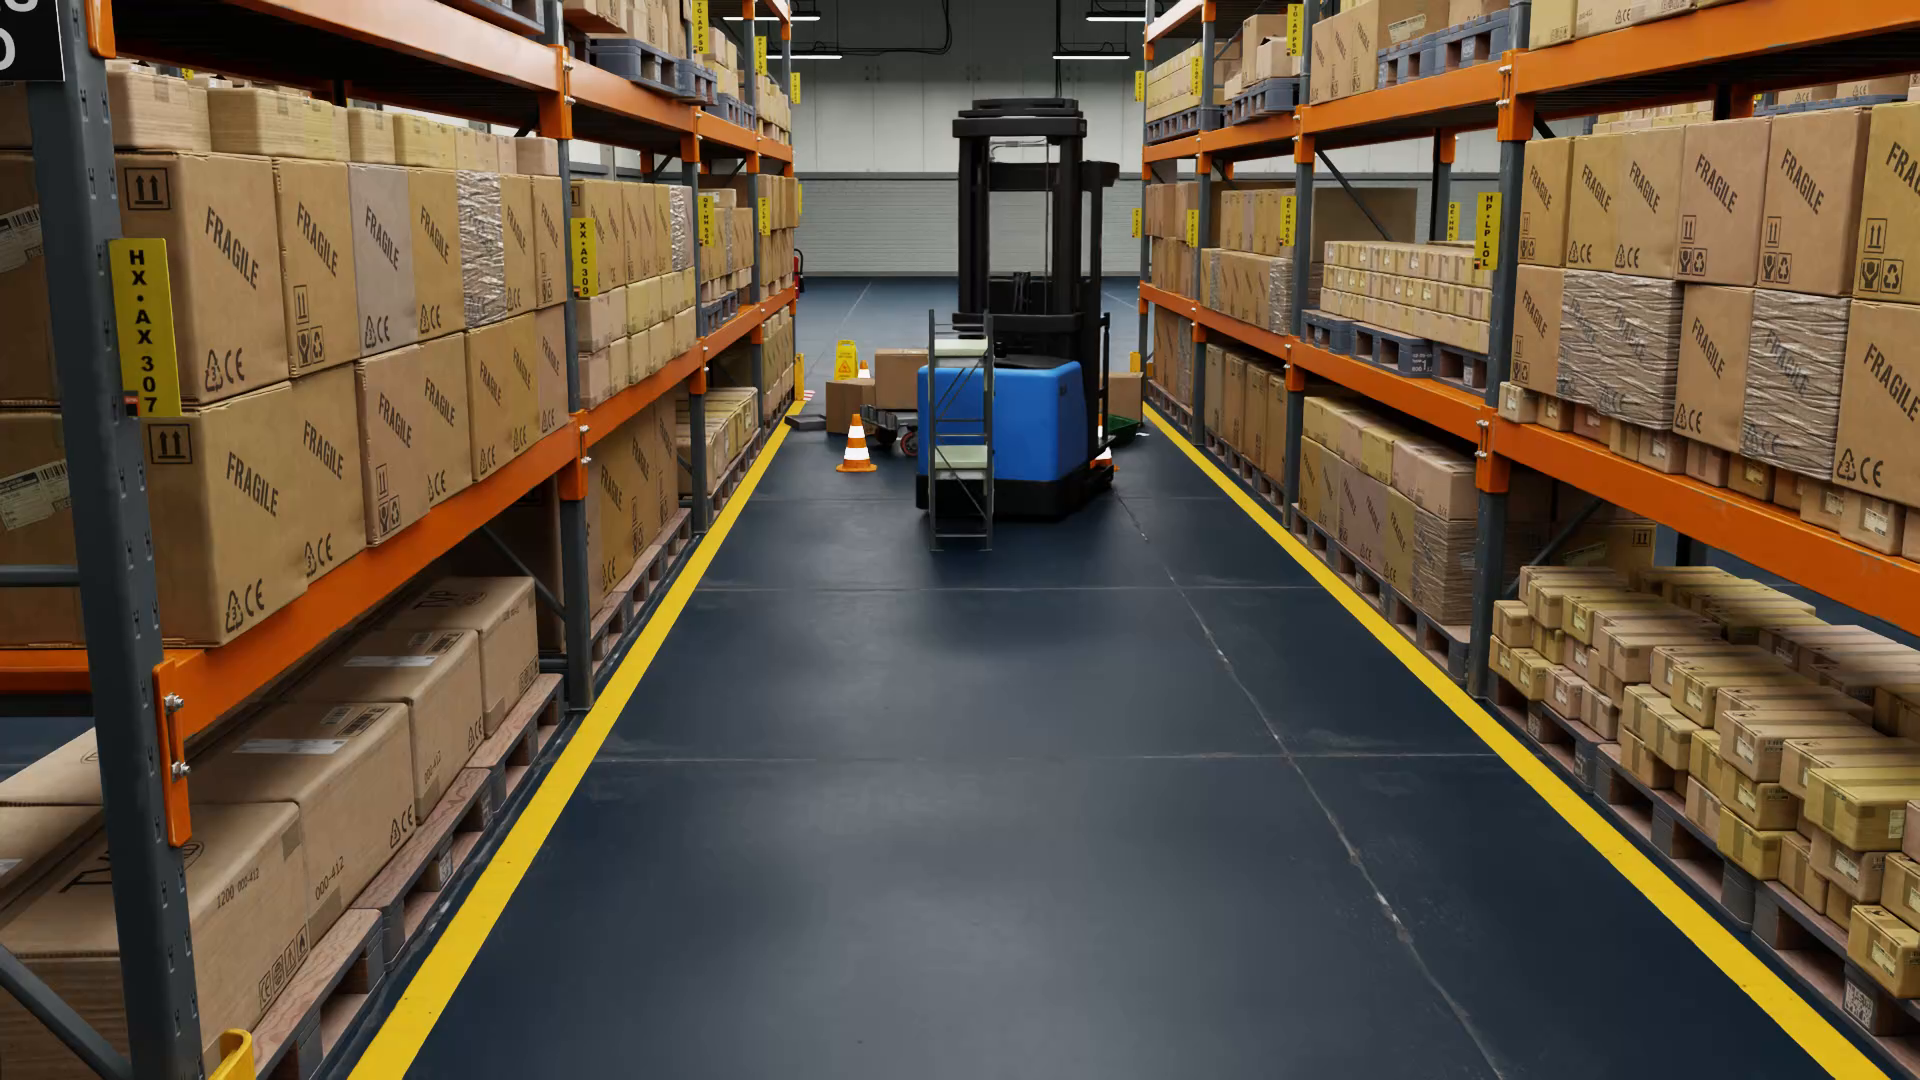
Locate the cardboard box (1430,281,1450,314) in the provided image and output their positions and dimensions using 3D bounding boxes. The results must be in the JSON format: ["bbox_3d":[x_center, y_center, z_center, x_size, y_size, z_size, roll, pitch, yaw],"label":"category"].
[{"bbox_3d":[2.591,-1.222,8.365,0.380,0.149,0.250,-1,11,-3],"label":"cardboard box"}]

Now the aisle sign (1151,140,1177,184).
[{"bbox_3d":[2.267,-4.431,18.819,0.394,0.787,0.004,0,11,-1],"label":"aisle sign"}]

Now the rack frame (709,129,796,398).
[{"bbox_3d":[-2.379,-3.104,18.815,1.000,3.000,0.127,0,11,-1],"label":"rack frame"}]

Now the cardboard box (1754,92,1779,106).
[{"bbox_3d":[7.316,-4.005,15.086,0.380,0.149,0.250,0,11,1],"label":"cardboard box"}]

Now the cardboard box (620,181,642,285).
[{"bbox_3d":[-1.899,-1.547,8.374,0.500,0.500,0.500,-1,11,-3],"label":"cardboard box"}]

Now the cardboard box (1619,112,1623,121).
[{"bbox_3d":[7.341,-4.579,17.917,0.380,0.149,0.250,0,11,-2],"label":"cardboard box"}]

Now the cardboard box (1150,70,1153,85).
[{"bbox_3d":[2.261,-5.019,18.031,0.380,0.149,0.250,0,11,-1],"label":"cardboard box"}]

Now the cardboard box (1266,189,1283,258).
[{"bbox_3d":[2.709,-2.385,12.504,0.700,0.500,0.500,0,11,-2],"label":"cardboard box"}]

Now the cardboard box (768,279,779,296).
[{"bbox_3d":[-1.999,-2.504,16.489,0.380,0.149,0.250,0,11,-1],"label":"cardboard box"}]

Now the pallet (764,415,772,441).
[{"bbox_3d":[-2.345,-1.076,15.830,1.003,0.211,1.213,0,11,-1],"label":"pallet"}]

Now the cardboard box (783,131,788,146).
[{"bbox_3d":[-2.054,-4.332,17.954,0.380,0.149,0.250,0,11,-1],"label":"cardboard box"}]

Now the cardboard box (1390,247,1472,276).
[{"bbox_3d":[2.579,-1.525,9.110,0.380,0.149,0.250,0,11,-2],"label":"cardboard box"}]

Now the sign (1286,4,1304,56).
[{"bbox_3d":[2.178,-3.316,10.814,0.100,0.325,0.005,0,11,-1],"label":"sign"}]

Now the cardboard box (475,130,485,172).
[{"bbox_3d":[-1.891,-1.363,5.835,0.380,0.149,0.250,0,11,-2],"label":"cardboard box"}]

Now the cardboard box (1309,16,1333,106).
[{"bbox_3d":[2.479,-2.959,10.302,0.500,0.500,0.500,0,11,-1],"label":"cardboard box"}]

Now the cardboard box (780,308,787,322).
[{"bbox_3d":[-2.025,-2.367,17.523,0.380,0.149,0.250,0,11,0],"label":"cardboard box"}]

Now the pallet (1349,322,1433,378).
[{"bbox_3d":[2.815,-1.067,9.255,1.003,0.211,1.213,0,11,-1],"label":"pallet"}]

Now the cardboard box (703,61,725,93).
[{"bbox_3d":[-2.124,-3.594,13.005,0.500,0.250,0.500,0,11,0],"label":"cardboard box"}]

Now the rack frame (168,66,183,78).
[{"bbox_3d":[-7.259,-5.228,14.195,1.000,3.000,0.127,0,11,-1],"label":"rack frame"}]

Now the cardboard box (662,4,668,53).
[{"bbox_3d":[-1.835,-2.851,9.307,0.396,0.266,0.258,-1,11,-3],"label":"cardboard box"}]

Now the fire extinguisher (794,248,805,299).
[{"bbox_3d":[-1.921,-3.091,18.944,0.296,0.674,0.183,0,11,-1],"label":"fire extinguisher"}]

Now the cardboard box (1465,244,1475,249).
[{"bbox_3d":[3.219,-1.678,9.864,0.380,0.149,0.250,0,11,1],"label":"cardboard box"}]

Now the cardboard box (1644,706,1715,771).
[{"bbox_3d":[2.546,0.666,5.597,0.380,0.149,0.250,0,11,-1],"label":"cardboard box"}]

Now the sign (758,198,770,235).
[{"bbox_3d":[-1.741,-2.879,14.795,0.100,0.325,0.005,0,11,-1],"label":"sign"}]

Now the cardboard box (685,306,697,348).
[{"bbox_3d":[-1.944,-1.341,10.501,0.500,0.250,0.500,-1,11,-3],"label":"cardboard box"}]

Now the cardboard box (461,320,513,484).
[{"bbox_3d":[-1.825,-0.474,5.601,0.500,0.500,0.500,0,11,-2],"label":"cardboard box"}]

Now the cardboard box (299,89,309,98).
[{"bbox_3d":[-7.089,-4.770,17.922,0.500,0.500,0.500,0,11,1],"label":"cardboard box"}]

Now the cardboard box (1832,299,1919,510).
[{"bbox_3d":[2.627,-0.349,4.237,0.500,0.500,0.500,0,11,-2],"label":"cardboard box"}]

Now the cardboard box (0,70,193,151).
[{"bbox_3d":[-1.779,-0.852,3.317,0.380,0.149,0.250,0,11,0],"label":"cardboard box"}]

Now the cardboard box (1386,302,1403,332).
[{"bbox_3d":[2.574,-1.232,9.162,0.380,0.149,0.250,-1,11,-3],"label":"cardboard box"}]

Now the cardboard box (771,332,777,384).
[{"bbox_3d":[-2.061,-1.759,16.160,0.500,0.500,0.500,0,11,1],"label":"cardboard box"}]

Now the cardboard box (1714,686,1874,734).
[{"bbox_3d":[2.656,0.573,5.309,0.380,0.149,0.250,-1,11,-3],"label":"cardboard box"}]

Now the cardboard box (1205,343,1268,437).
[{"bbox_3d":[2.753,-1.329,14.670,1.050,0.750,0.750,0,11,-1],"label":"cardboard box"}]

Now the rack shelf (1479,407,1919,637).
[{"bbox_3d":[2.857,-0.009,5.368,1.077,0.370,4.000,0,11,-1],"label":"rack shelf"}]

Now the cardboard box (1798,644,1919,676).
[{"bbox_3d":[3.184,0.469,5.819,0.380,0.149,0.250,-1,11,-3],"label":"cardboard box"}]

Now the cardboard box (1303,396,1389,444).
[{"bbox_3d":[2.506,-0.764,10.627,0.500,0.250,0.500,-1,11,-4],"label":"cardboard box"}]

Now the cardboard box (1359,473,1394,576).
[{"bbox_3d":[2.532,-0.090,9.188,0.500,0.500,0.500,0,11,-2],"label":"cardboard box"}]

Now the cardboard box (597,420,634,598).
[{"bbox_3d":[-2.250,-0.186,8.717,0.875,0.875,0.875,0,11,0],"label":"cardboard box"}]

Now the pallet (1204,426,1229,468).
[{"bbox_3d":[2.742,-0.830,14.617,1.003,0.211,1.213,0,11,-1],"label":"pallet"}]

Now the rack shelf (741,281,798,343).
[{"bbox_3d":[-2.338,-2.354,16.926,1.077,0.370,4.000,0,11,-1],"label":"rack shelf"}]

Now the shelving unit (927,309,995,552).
[{"bbox_3d":[0.000,-0.736,10.917,0.431,1.500,0.755,0,11,-1],"label":"shelving unit"}]

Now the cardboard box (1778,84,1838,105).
[{"bbox_3d":[7.522,-3.982,14.283,0.797,0.503,0.637,-1,11,-4],"label":"cardboard box"}]

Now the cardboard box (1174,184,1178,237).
[{"bbox_3d":[2.657,-3.348,16.922,0.875,0.550,0.500,0,11,-1],"label":"cardboard box"}]

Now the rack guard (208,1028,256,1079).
[{"bbox_3d":[-2.048,1.306,3.362,1.175,0.500,0.348,0,11,-1],"label":"rack guard"}]

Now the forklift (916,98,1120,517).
[{"bbox_3d":[0.593,-1.848,12.799,1.130,2.935,3.031,3,12,16],"label":"forklift"}]

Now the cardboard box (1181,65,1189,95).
[{"bbox_3d":[2.374,-4.344,15.703,0.500,0.250,0.500,0,11,-1],"label":"cardboard box"}]

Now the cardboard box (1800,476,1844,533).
[{"bbox_3d":[2.617,-0.107,4.673,0.380,0.149,0.250,-1,11,-4],"label":"cardboard box"}]

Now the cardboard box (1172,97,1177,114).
[{"bbox_3d":[2.295,-4.275,16.368,0.380,0.149,0.250,0,11,-2],"label":"cardboard box"}]

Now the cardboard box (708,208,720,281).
[{"bbox_3d":[-2.009,-2.108,11.851,0.500,0.500,0.500,0,11,2],"label":"cardboard box"}]

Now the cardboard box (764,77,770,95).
[{"bbox_3d":[-1.986,-4.267,15.629,0.380,0.149,0.250,0,11,-2],"label":"cardboard box"}]

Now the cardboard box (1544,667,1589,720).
[{"bbox_3d":[2.565,0.608,6.631,0.380,0.149,0.250,0,11,-1],"label":"cardboard box"}]

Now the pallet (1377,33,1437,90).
[{"bbox_3d":[2.885,-2.466,8.600,1.213,0.211,1.003,0,11,-1],"label":"pallet"}]

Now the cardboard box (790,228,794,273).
[{"bbox_3d":[-2.092,-3.192,18.249,0.500,0.500,0.500,0,11,-2],"label":"cardboard box"}]

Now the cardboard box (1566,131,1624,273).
[{"bbox_3d":[2.608,-1.250,6.162,0.500,0.500,0.500,-1,11,-3],"label":"cardboard box"}]

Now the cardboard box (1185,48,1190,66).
[{"bbox_3d":[2.315,-4.513,15.536,0.380,0.149,0.250,0,11,-1],"label":"cardboard box"}]

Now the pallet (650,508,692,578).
[{"bbox_3d":[-2.273,0.010,10.479,1.003,0.211,1.213,0,11,-1],"label":"pallet"}]
